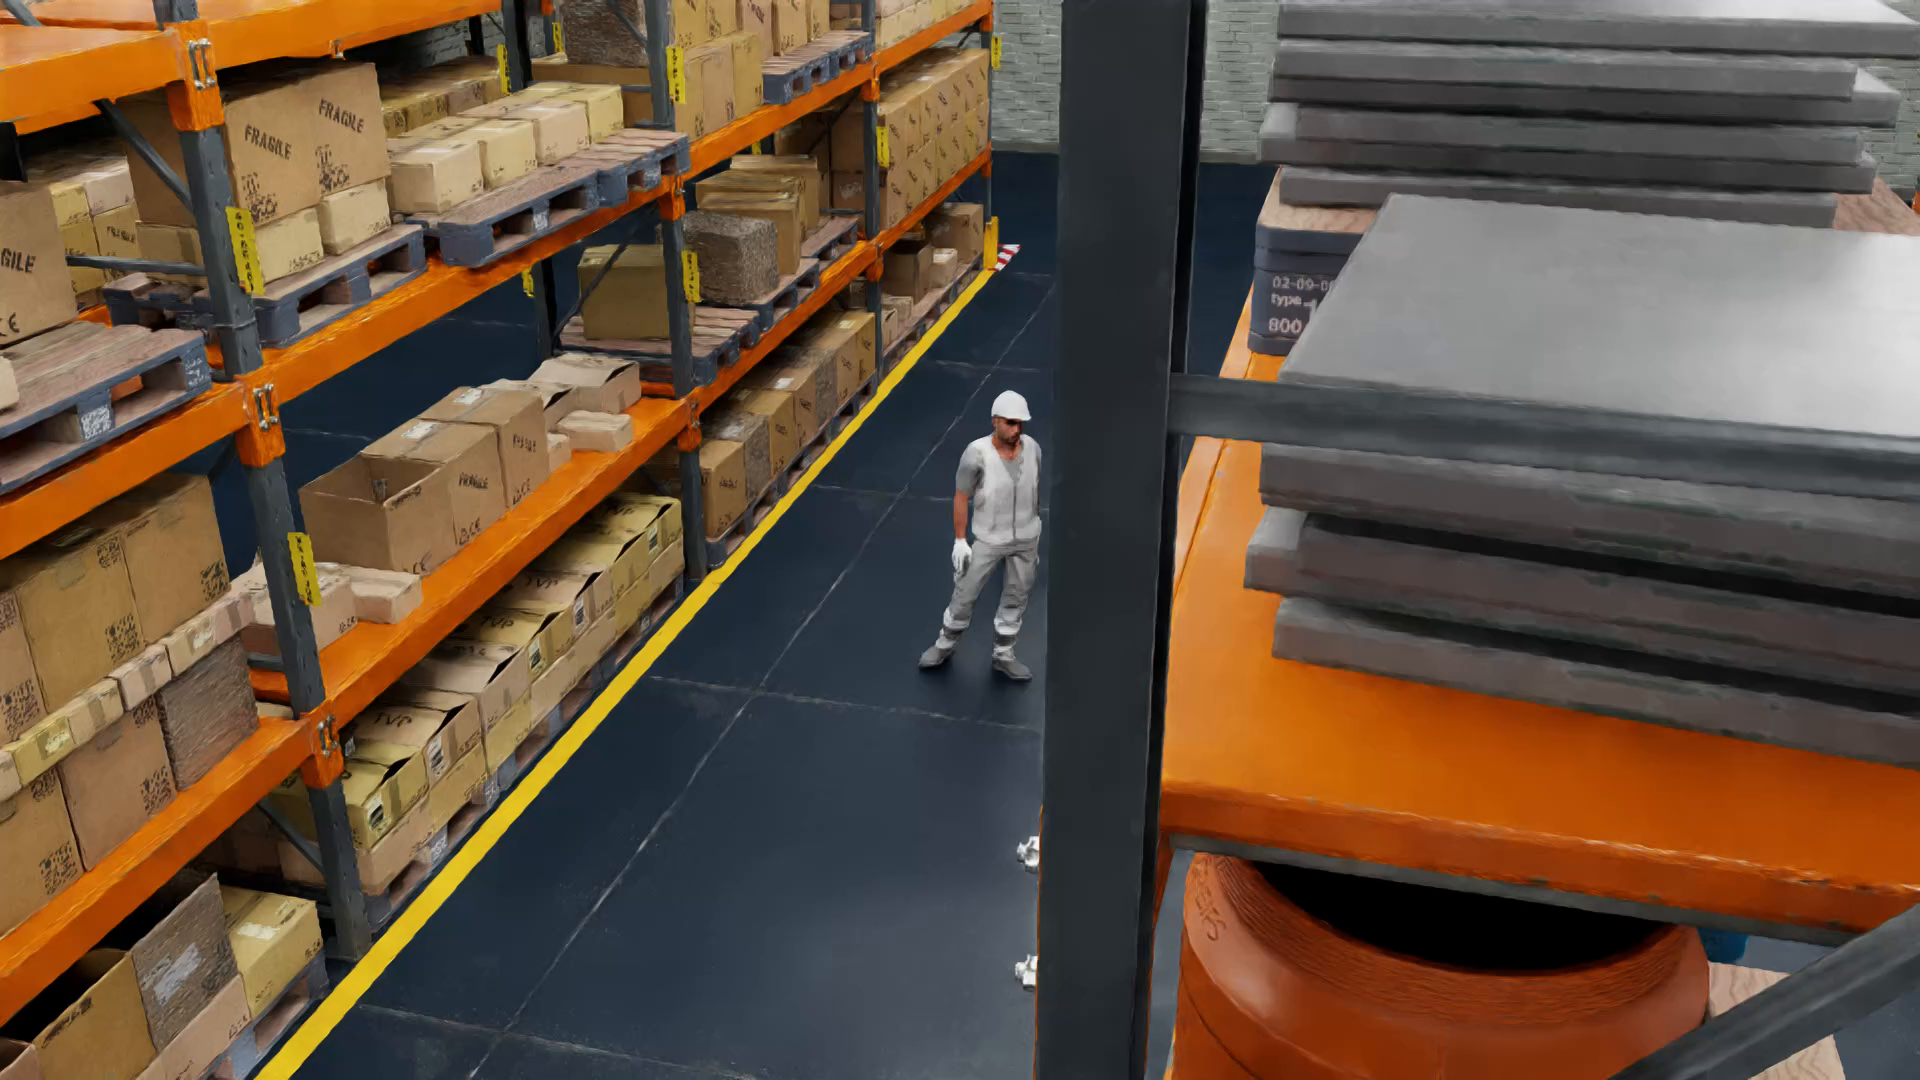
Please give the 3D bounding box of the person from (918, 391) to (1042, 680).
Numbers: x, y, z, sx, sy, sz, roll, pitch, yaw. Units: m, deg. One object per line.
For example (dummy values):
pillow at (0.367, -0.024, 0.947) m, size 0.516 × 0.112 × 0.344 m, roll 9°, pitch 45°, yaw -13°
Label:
person at (0.125, -0.026, 9.637) m, size 0.735 × 1.784 × 0.482 m, roll -8°, pitch 26°, yaw -17°
